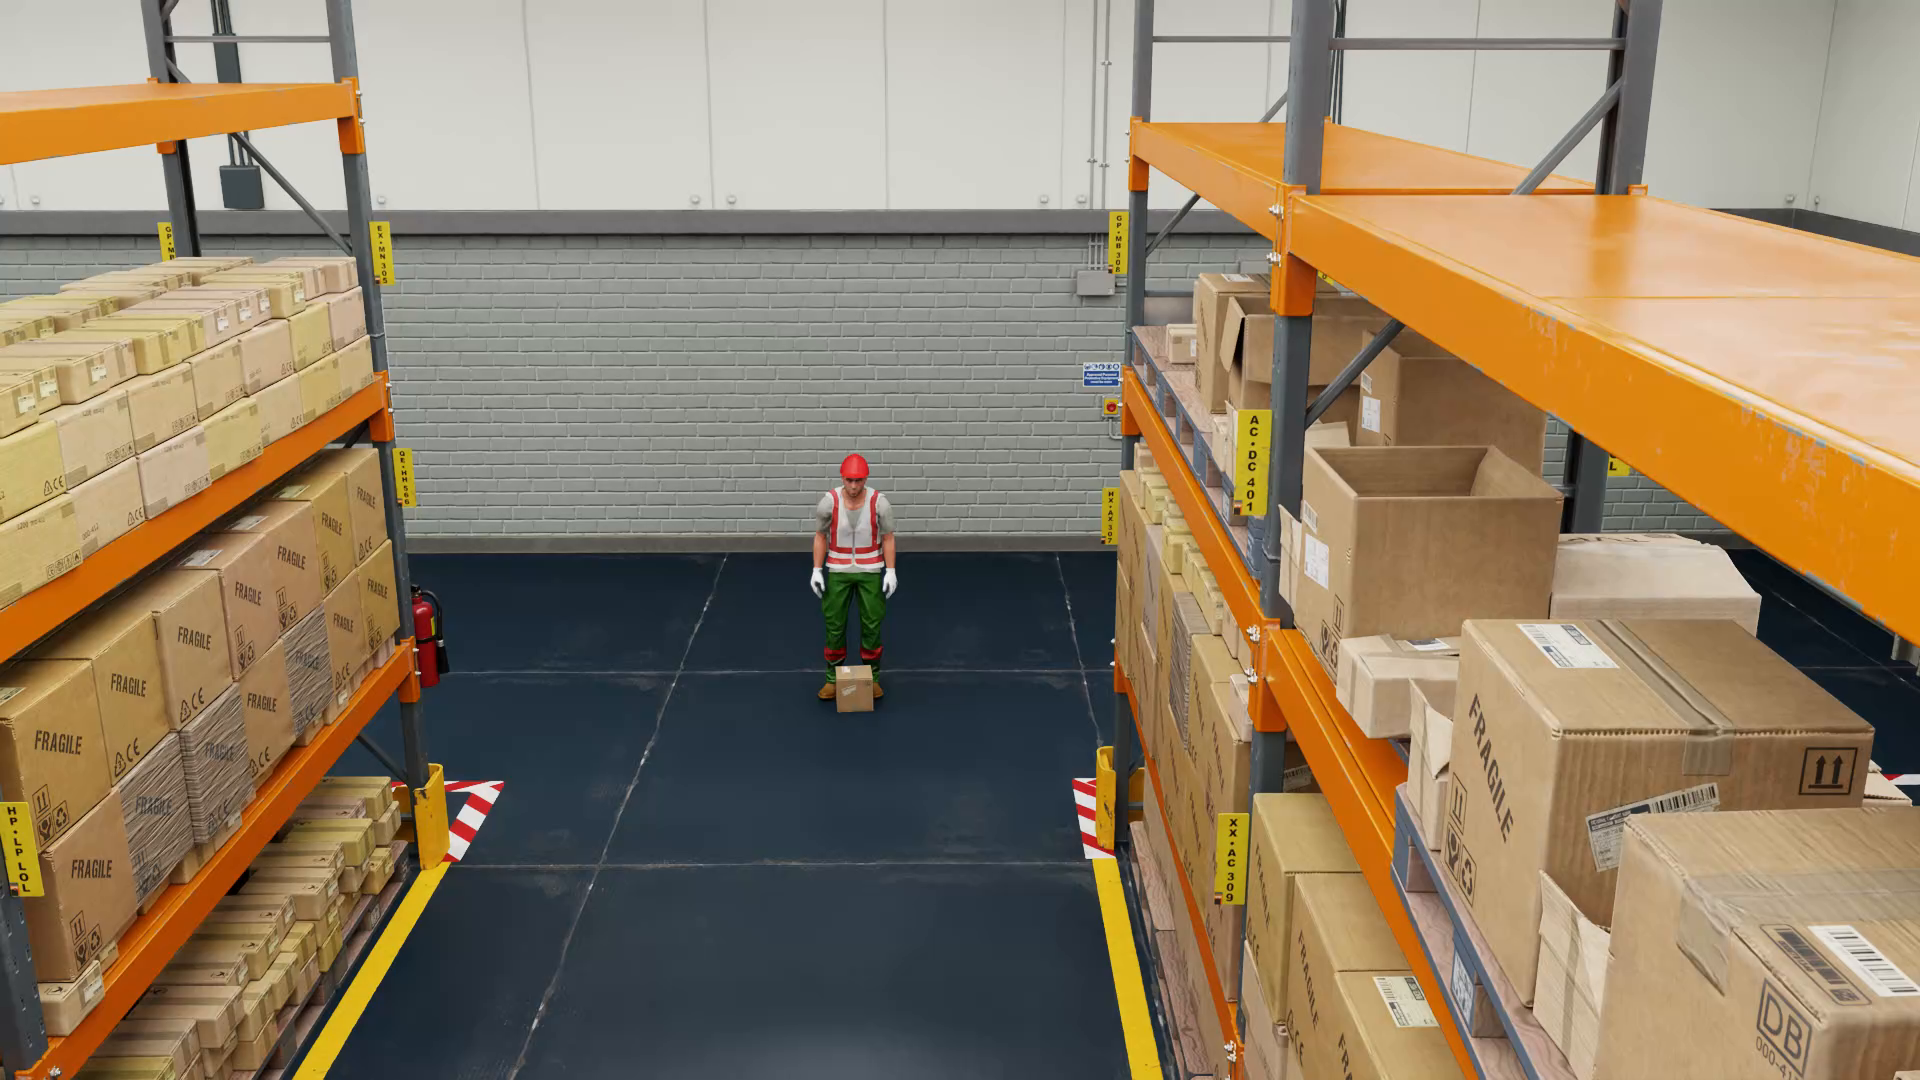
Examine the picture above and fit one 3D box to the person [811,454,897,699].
[{"bbox_3d":[-0.745,0.249,11.700,0.610,1.779,0.448,0,17,0],"label":"person"}]
